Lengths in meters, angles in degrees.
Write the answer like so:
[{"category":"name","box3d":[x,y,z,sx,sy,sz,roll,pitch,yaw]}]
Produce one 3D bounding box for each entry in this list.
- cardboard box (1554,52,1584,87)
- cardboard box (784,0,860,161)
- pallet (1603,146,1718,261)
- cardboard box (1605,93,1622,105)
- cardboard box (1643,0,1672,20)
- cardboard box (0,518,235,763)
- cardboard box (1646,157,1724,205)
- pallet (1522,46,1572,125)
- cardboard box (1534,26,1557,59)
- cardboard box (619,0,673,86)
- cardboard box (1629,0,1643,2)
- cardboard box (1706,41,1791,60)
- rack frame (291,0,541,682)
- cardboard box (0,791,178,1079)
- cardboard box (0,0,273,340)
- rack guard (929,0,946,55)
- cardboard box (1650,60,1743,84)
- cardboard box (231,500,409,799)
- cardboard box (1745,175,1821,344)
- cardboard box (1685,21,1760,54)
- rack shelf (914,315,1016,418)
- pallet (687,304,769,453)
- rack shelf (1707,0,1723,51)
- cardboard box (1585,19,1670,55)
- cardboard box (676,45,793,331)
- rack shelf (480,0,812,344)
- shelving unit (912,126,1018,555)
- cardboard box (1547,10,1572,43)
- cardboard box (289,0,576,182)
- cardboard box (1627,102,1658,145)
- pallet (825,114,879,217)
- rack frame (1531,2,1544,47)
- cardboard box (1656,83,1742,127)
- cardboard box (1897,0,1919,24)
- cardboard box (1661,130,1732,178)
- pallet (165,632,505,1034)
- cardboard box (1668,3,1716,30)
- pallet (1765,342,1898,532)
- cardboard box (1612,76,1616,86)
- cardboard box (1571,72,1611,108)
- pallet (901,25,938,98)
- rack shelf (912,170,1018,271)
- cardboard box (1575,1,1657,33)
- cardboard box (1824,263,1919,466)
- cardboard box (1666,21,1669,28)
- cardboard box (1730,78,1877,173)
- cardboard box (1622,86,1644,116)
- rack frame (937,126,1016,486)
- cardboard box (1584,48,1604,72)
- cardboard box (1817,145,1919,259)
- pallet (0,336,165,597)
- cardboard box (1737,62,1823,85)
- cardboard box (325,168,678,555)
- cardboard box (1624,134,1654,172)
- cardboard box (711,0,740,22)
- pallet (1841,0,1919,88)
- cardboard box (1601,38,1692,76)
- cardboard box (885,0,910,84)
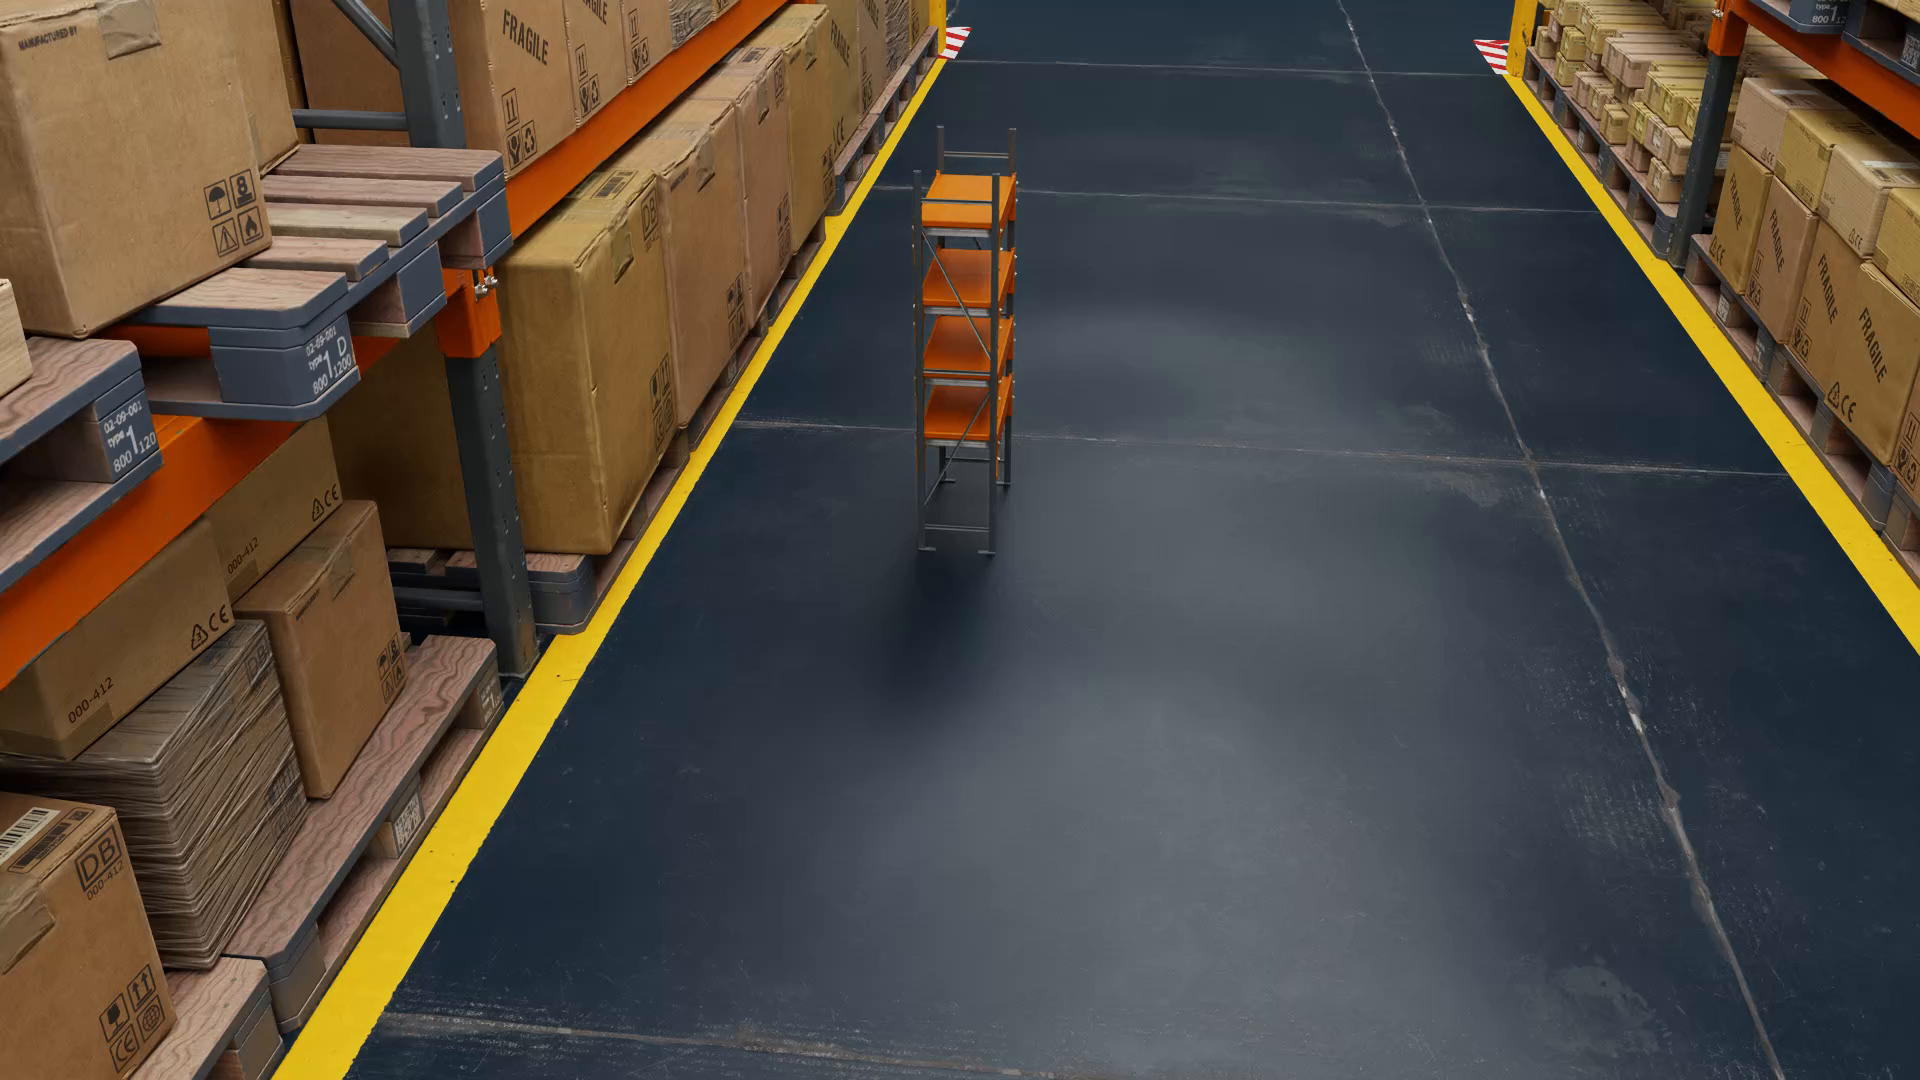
[{"category":"cardboard box","box3d":[3.720,-2.764,9.781,0.380,0.149,0.250,4,29,7]},{"category":"cardboard box","box3d":[-1.024,-2.430,8.396,0.875,0.875,0.875,3,28,6]},{"category":"pallet","box3d":[3.773,-1.629,8.052,1.003,0.211,1.213,3,28,6]},{"category":"cardboard box","box3d":[3.661,-2.279,8.881,0.380,0.149,0.250,4,29,7]},{"category":"cardboard box","box3d":[4.315,-3.235,10.027,0.380,0.149,0.250,4,29,7]},{"category":"cardboard box","box3d":[-1.782,0.152,3.186,0.500,0.250,0.500,7,29,12]},{"category":"cardboard box","box3d":[3.436,-1.673,7.756,0.380,0.149,0.250,4,29,7]},{"category":"pallet","box3d":[4.072,-2.778,10.184,1.003,0.211,1.213,3,28,6]},{"category":"cardboard box","box3d":[3.834,-3.123,10.448,0.380,0.149,0.250,4,29,7]},{"category":"cardboard box","box3d":[-1.225,-1.733,5.199,0.500,0.500,0.500,3,28,5]},{"category":"cardboard box","box3d":[3.900,-3.250,10.055,0.380,0.149,0.250,4,29,7]},{"category":"cardboard box","box3d":[4.121,-2.501,8.665,0.380,0.149,0.250,2,28,4]},{"category":"rack frame","box3d":[-1.674,-0.992,3.928,1.000,3.000,0.127,3,28,6]},{"category":"cardboard box","box3d":[-1.855,0.761,2.847,0.700,0.500,0.500,6,29,10]},{"category":"cardboard box","box3d":[-1.670,-0.696,2.830,0.700,0.500,0.500,8,29,14]},{"category":"rack guard","box3d":[-0.691,-3.668,11.532,1.175,0.500,0.348,3,28,6]},{"category":"cardboard box","box3d":[3.636,-2.271,8.238,0.380,0.149,0.250,4,29,8]},{"category":"cardboard box","box3d":[-1.737,0.232,3.829,0.700,0.500,0.500,2,28,4]},{"category":"cardboard box","box3d":[3.309,-1.042,6.214,0.500,0.500,0.500,5,29,8]},{"category":"cardboard box","box3d":[4.195,-2.740,9.109,0.380,0.149,0.250,2,28,4]},{"category":"rack shelf","box3d":[0.020,-0.547,5.142,0.258,0.148,0.480,3,28,6]},{"category":"pallet","box3d":[-1.351,-0.704,6.333,1.003,0.211,1.213,3,28,6]},{"category":"rack shelf","box3d":[3.971,-3.164,8.718,1.077,0.370,4.000,3,28,6]},{"category":"cardboard box","box3d":[3.673,-2.766,9.157,0.380,0.149,0.250,4,29,7]},{"category":"cardboard box","box3d":[-1.351,-1.401,6.485,1.225,0.875,0.875,2,28,4]},{"category":"rack shelf","box3d":[-1.429,-1.616,5.846,1.077,0.370,4.000,3,28,6]},{"category":"shelving unit","box3d":[0.020,-0.606,5.110,0.258,1.200,0.503,3,28,6]},{"category":"cardboard box","box3d":[3.808,-3.125,10.138,0.380,0.149,0.250,3,28,6]},{"category":"cardboard box","box3d":[-1.345,-1.249,4.300,0.500,0.500,0.500,4,29,8]},{"category":"cardboard box","box3d":[3.485,-2.022,8.089,0.380,0.149,0.250,2,28,4]},{"category":"pallet","box3d":[-1.013,-2.000,8.741,1.003,0.211,1.213,3,28,6]},{"category":"rack frame","box3d":[4.216,-4.422,10.295,1.000,3.000,0.127,3,28,6]},{"category":"cardboard box","box3d":[3.503,-2.036,7.802,0.380,0.149,0.250,4,29,7]},{"category":"cardboard box","box3d":[3.002,-1.593,4.866,0.380,0.149,0.250,4,29,8]},{"category":"cardboard box","box3d":[3.449,-1.766,7.615,0.380,0.149,0.250,4,29,7]},{"category":"pallet","box3d":[-1.772,0.604,3.907,1.003,0.211,1.213,3,28,6]},{"category":"cardboard box","box3d":[4.315,-2.987,9.568,0.380,0.149,0.250,2,28,4]},{"category":"pallet","box3d":[3.485,-0.369,5.712,1.003,0.211,1.213,3,28,6]},{"category":"cardboard box","box3d":[3.753,-2.503,8.983,0.380,0.149,0.250,5,29,9]},{"category":"cardboard box","box3d":[3.666,-2.526,9.340,0.380,0.149,0.250,2,28,4]},{"category":"pallet","box3d":[-0.714,-3.149,10.872,1.003,0.211,1.213,3,28,6]},{"category":"rack shelf","box3d":[0.020,-0.952,4.924,0.258,0.148,0.480,3,28,6]},{"category":"cardboard box","box3d":[3.794,-3.017,9.623,0.380,0.149,0.250,2,28,4]},{"category":"cardboard box","box3d":[3.173,-0.559,5.318,0.500,0.500,0.500,2,28,4]},{"category":"cardboard box","box3d":[4.373,-2.973,9.855,0.380,0.149,0.250,2,28,4]},{"category":"cardboard box","box3d":[3.373,-1.621,6.498,0.500,0.250,0.500,2,28,4]},{"category":"cardboard box","box3d":[3.625,-2.255,8.523,0.380,0.149,0.250,4,29,7]},{"category":"rack frame","box3d":[0.050,-0.721,5.323,0.240,1.200,0.015,3,28,6]},{"category":"cardboard box","box3d":[3.788,-2.760,9.460,0.380,0.149,0.250,2,28,4]},{"category":"cardboard box","box3d":[3.244,-1.130,5.587,0.500,0.250,0.500,4,29,8]},{"category":"pallet","box3d":[-1.876,0.027,2.240,1.003,0.211,1.213,3,28,6]},{"category":"cardboard box","box3d":[4.058,-2.253,8.205,0.380,0.149,0.250,3,28,5]},{"category":"cardboard box","box3d":[-1.569,-0.565,4.933,1.225,0.875,0.875,2,28,4]},{"category":"cardboard box","box3d":[3.519,-1.919,8.212,0.380,0.149,0.250,2,28,5]},{"category":"cardboard box","box3d":[-1.095,-2.204,6.073,0.500,0.500,0.500,3,28,6]},{"category":"pallet","box3d":[3.438,-1.506,5.084,1.003,0.211,1.213,3,28,6]},{"category":"cardboard box","box3d":[3.598,-2.531,8.722,0.380,0.149,0.250,2,28,4]},{"category":"cardboard box","box3d":[-0.805,-3.273,9.960,0.875,0.875,0.875,3,28,6]}]
